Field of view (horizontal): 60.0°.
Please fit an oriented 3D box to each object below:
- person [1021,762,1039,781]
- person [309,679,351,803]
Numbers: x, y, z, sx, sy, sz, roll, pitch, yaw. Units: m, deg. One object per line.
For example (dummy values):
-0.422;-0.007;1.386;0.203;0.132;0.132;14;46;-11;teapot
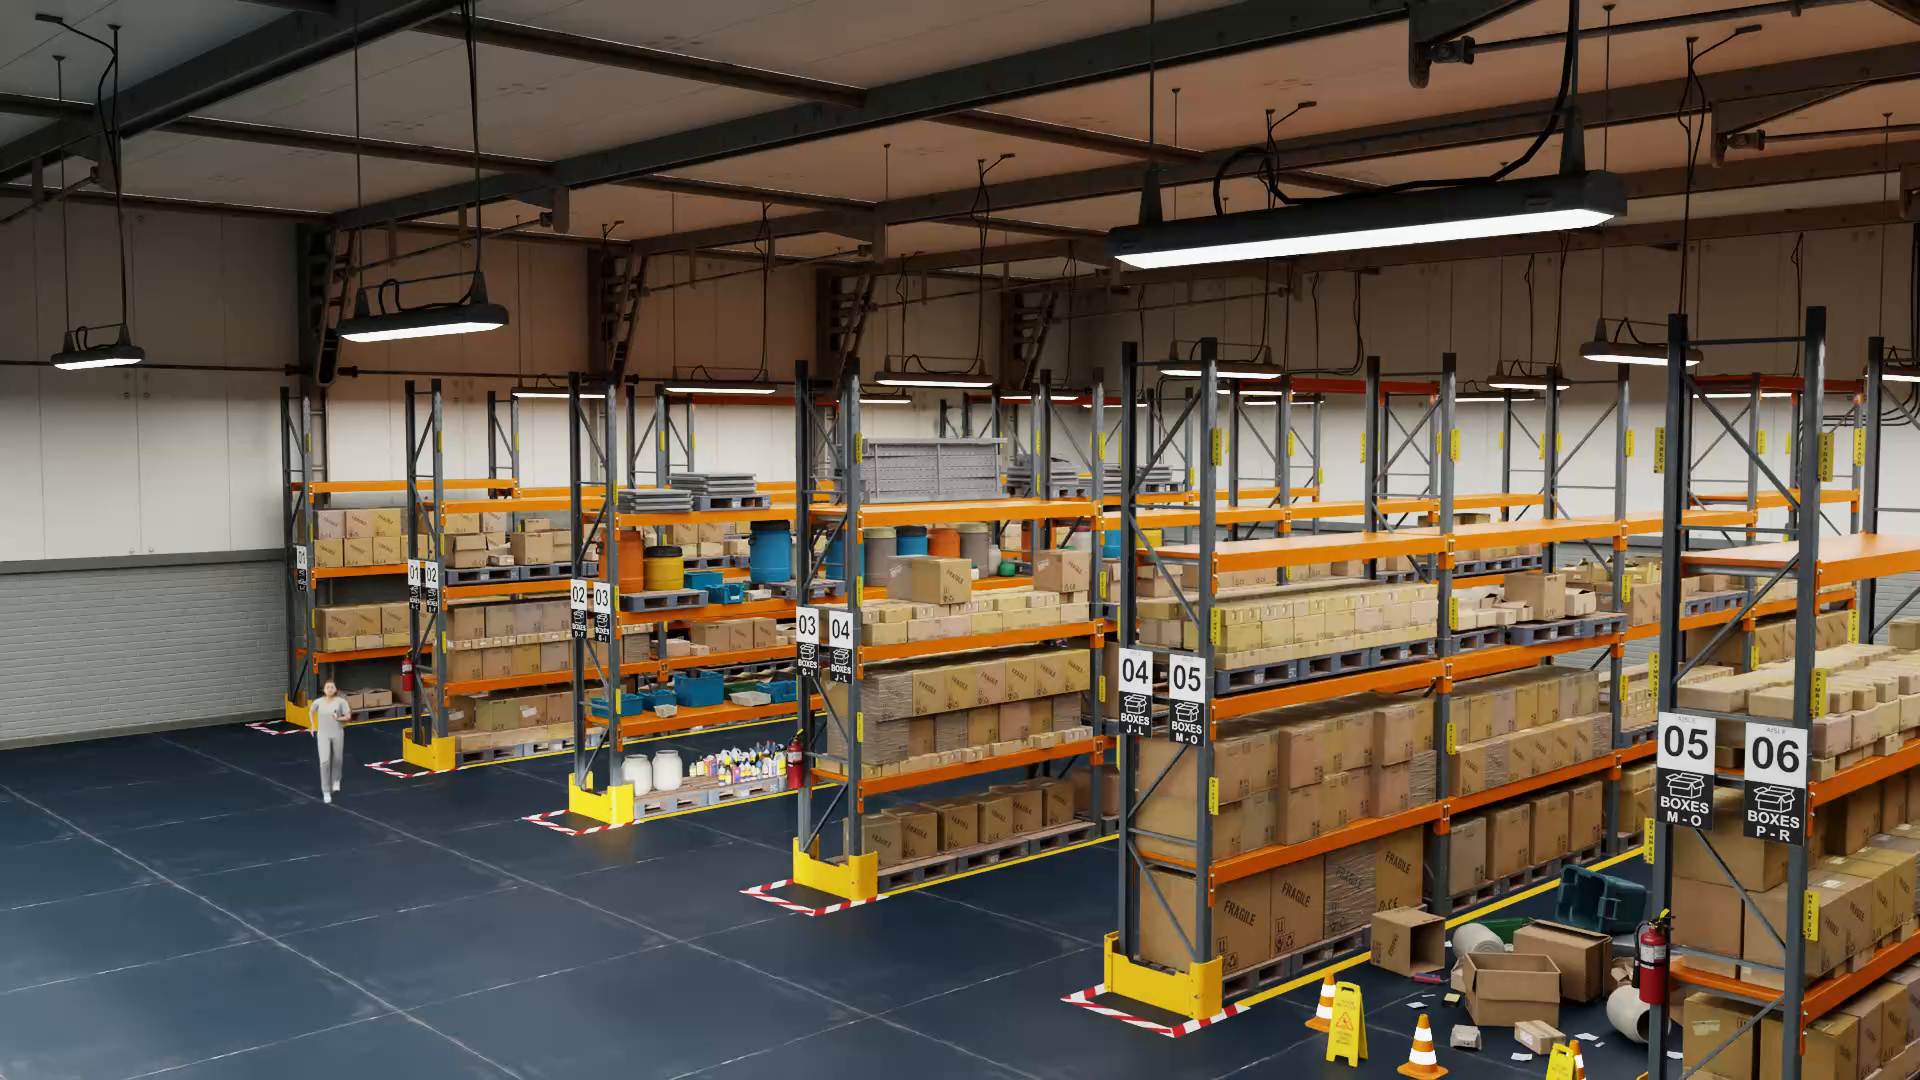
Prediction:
1.051;2.767;23.951;0.726;1.734;0.702;2;4;30;person
-8.904;2.798;23.528;0.557;1.672;0.948;-1;4;-21;person
